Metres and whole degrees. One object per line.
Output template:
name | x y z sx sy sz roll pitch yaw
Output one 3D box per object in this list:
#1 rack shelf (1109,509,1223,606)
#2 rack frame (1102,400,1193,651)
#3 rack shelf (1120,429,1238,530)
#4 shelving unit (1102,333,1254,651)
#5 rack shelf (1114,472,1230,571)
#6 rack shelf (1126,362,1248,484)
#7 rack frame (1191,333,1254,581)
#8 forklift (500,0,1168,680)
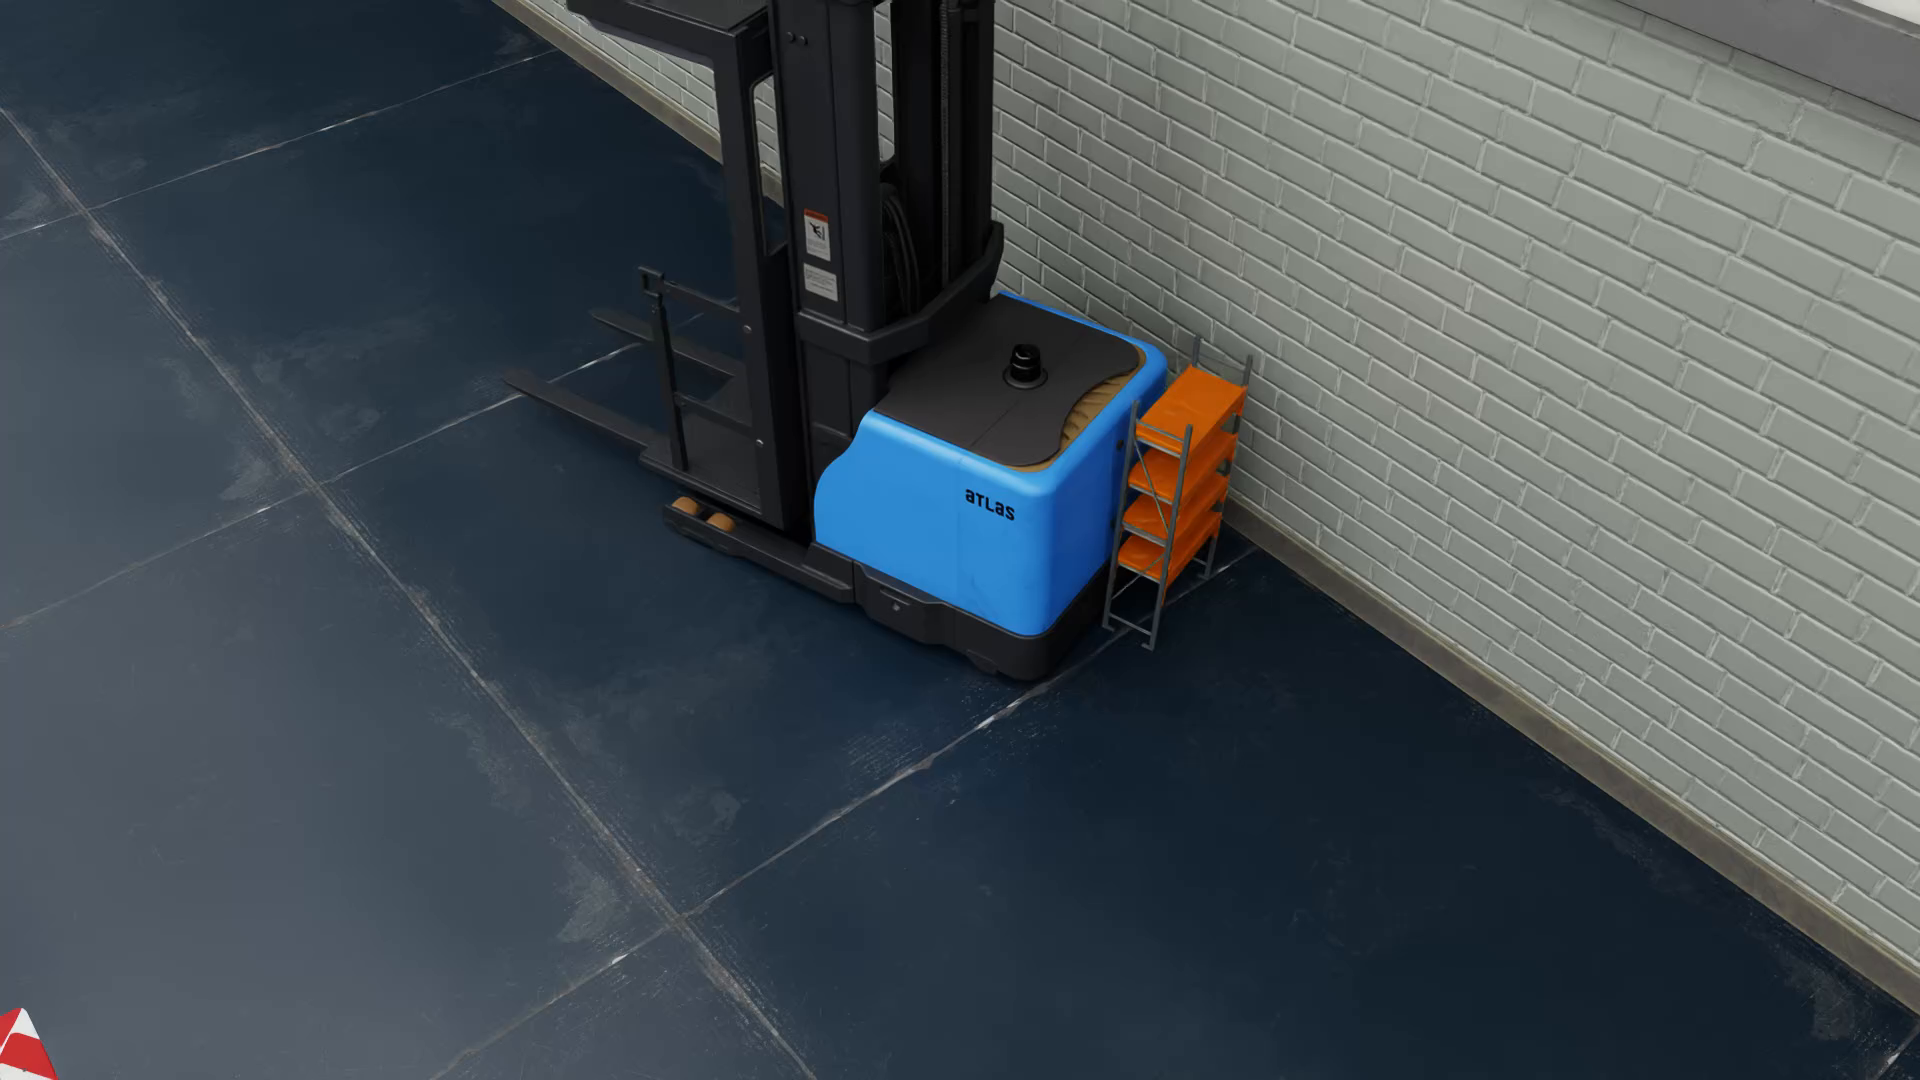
rack shelf | 0.834 0.023 6.729 0.258 0.148 0.480 26 49 22
rack frame | 0.709 -0.027 6.395 0.240 1.200 0.015 26 49 22
rack shelf | 0.848 -0.278 6.434 0.258 0.148 0.480 26 49 22
shelving unit | 0.843 -0.167 6.543 0.258 1.200 0.503 26 49 22
rack shelf | 0.840 -0.119 6.590 0.258 0.148 0.480 26 49 22
rack shelf | 0.856 -0.447 6.268 0.258 0.148 0.480 26 49 22
rack frame | 0.977 -0.306 6.692 0.240 1.200 0.015 26 49 22
forklift | -0.691 -1.298 6.491 3.031 2.935 1.130 24 48 23
